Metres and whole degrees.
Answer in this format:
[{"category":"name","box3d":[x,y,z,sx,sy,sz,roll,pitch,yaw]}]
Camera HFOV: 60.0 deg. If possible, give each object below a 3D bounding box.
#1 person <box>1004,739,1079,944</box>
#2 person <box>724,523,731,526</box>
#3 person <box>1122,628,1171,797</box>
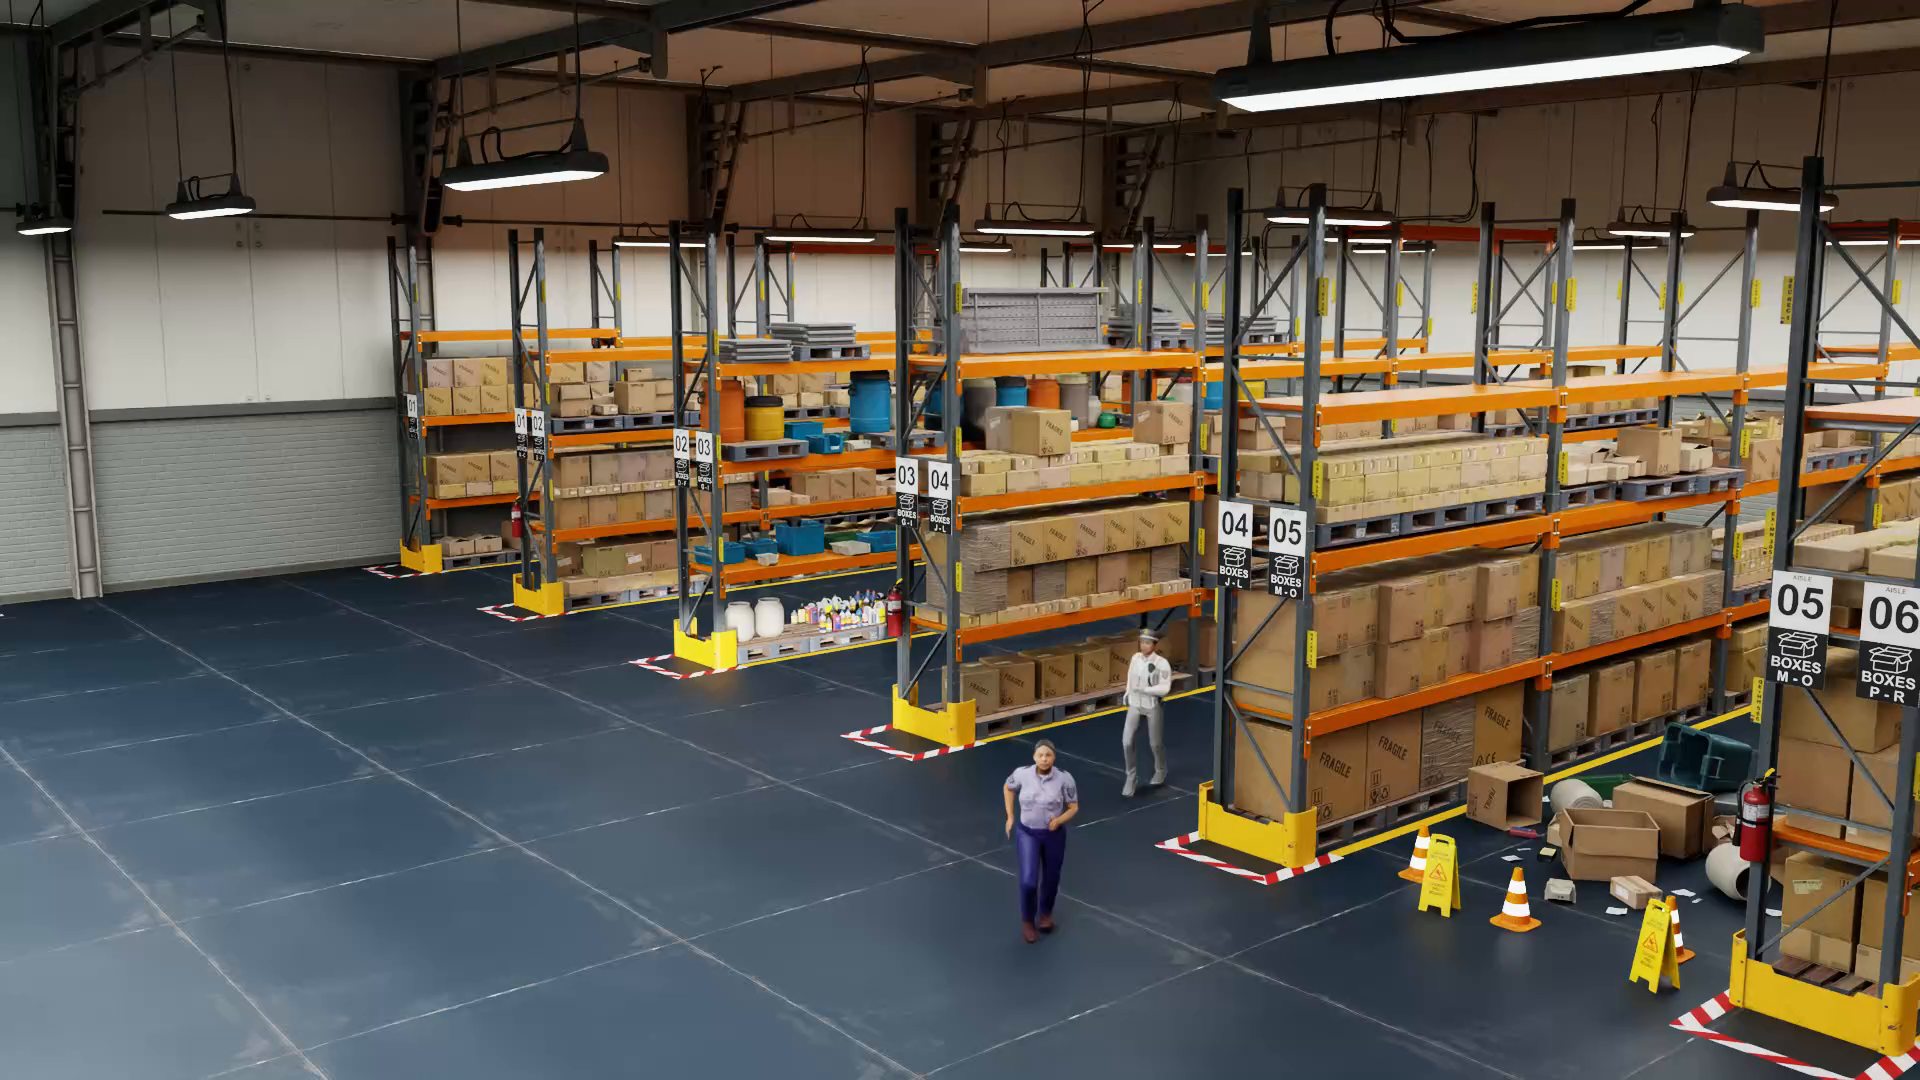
[{"category":"person","box3d":[0.640,2.370,13.098,0.573,1.655,0.765,0,9,-1]},{"category":"person","box3d":[-4.460,-0.423,30.723,0.889,1.748,0.653,-7,11,-37]},{"category":"person","box3d":[1.898,1.739,16.958,0.581,1.739,0.742,5,10,30]}]
